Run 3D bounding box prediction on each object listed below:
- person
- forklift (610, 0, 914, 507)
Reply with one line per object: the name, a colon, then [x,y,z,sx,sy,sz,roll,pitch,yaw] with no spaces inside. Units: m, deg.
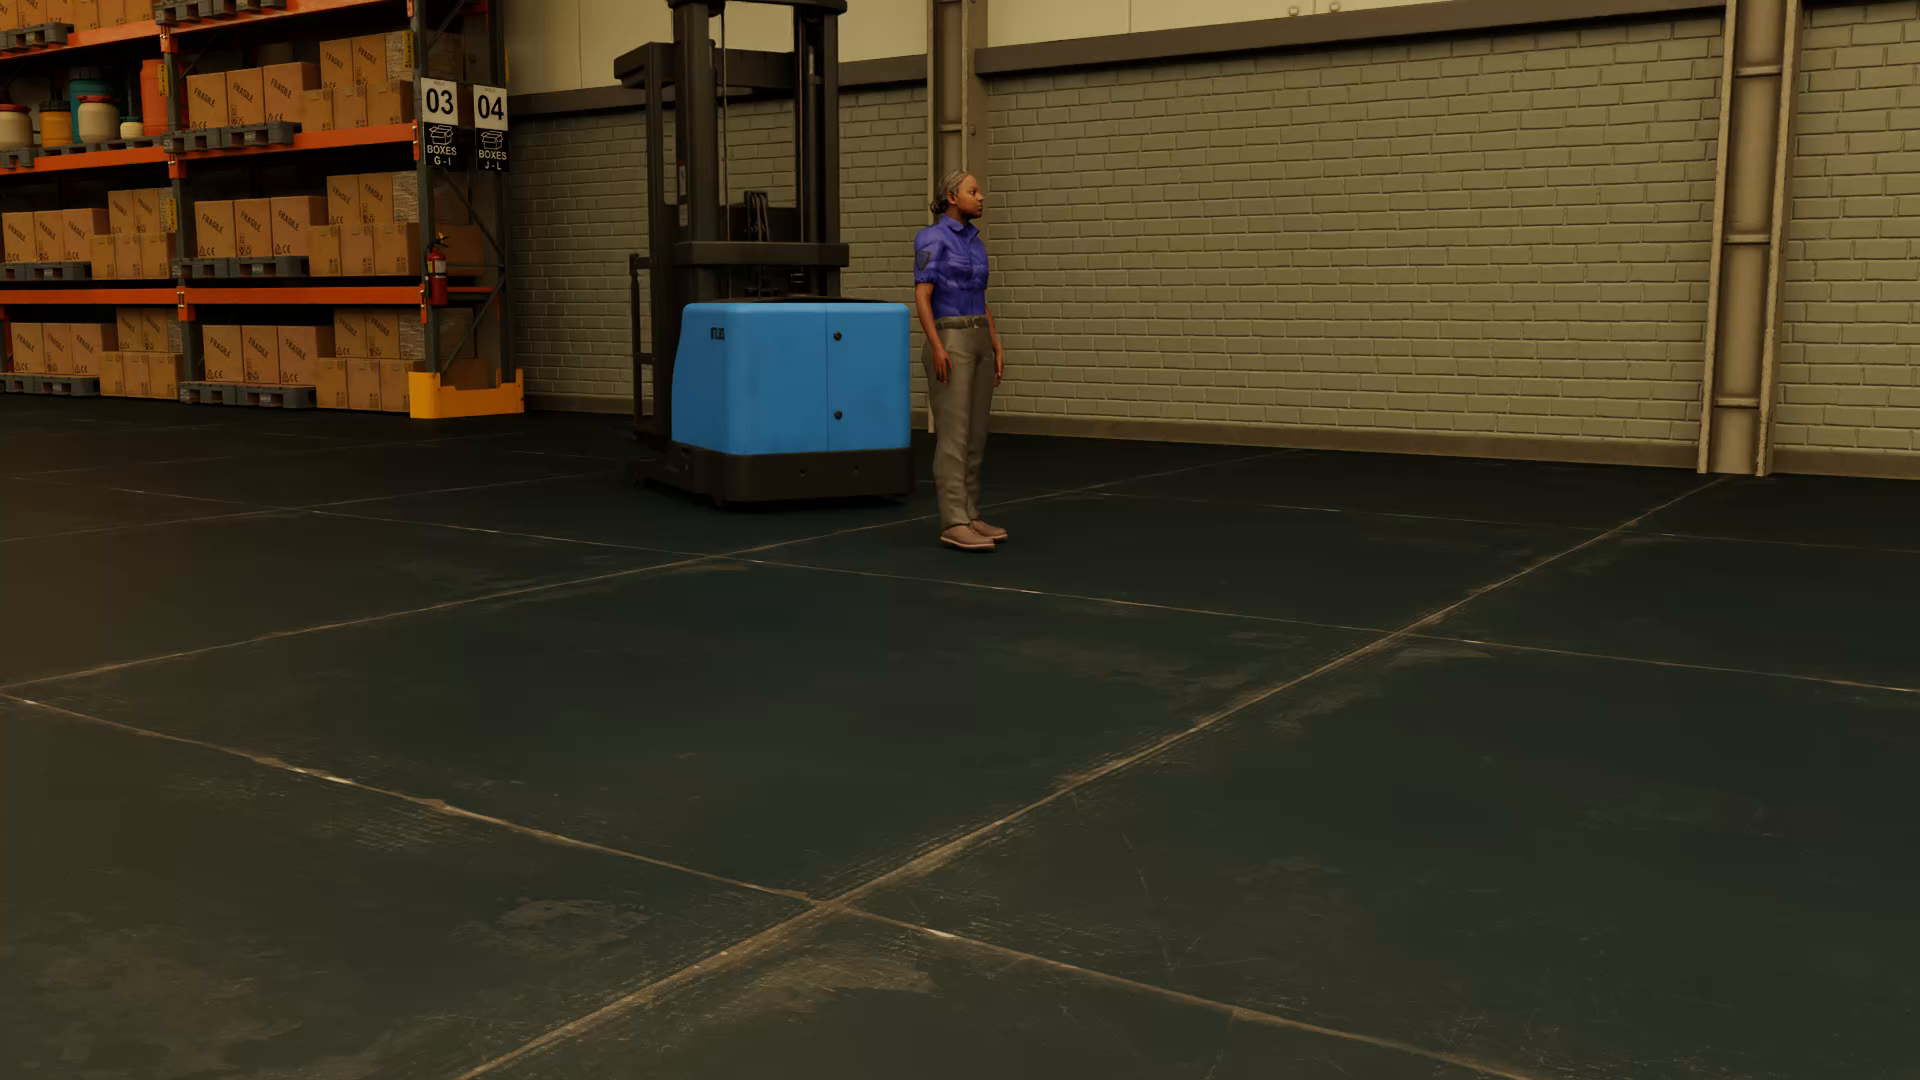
person: [0.062,-0.817,7.421,0.503,1.656,0.569,5,10,34]
forklift: [-1.361,-1.790,9.782,1.130,2.935,3.031,-4,9,-27]
